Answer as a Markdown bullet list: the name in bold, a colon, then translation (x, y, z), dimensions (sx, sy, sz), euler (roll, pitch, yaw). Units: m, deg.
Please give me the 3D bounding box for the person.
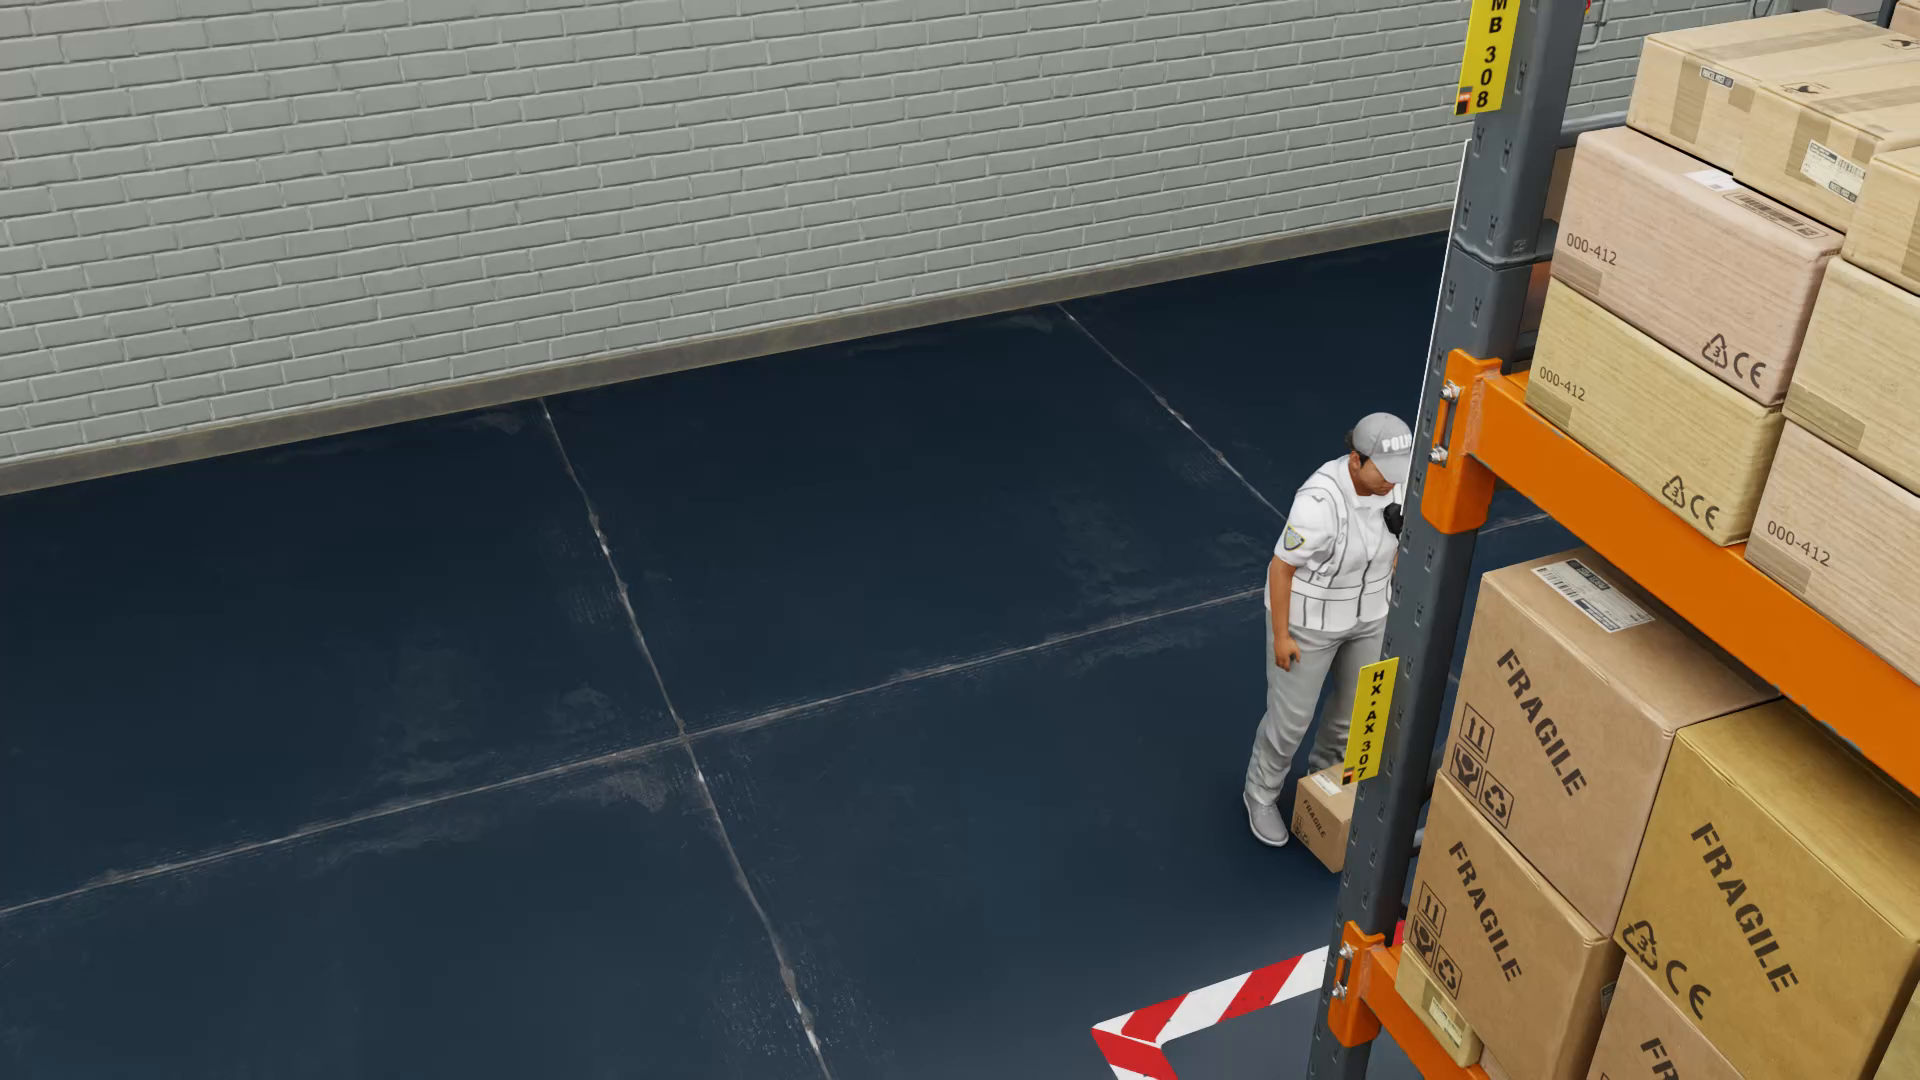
- **person**: translation (1.283, 0.284, 5.709), dimensions (0.546, 1.665, 0.469), euler (-15, 36, -21)
